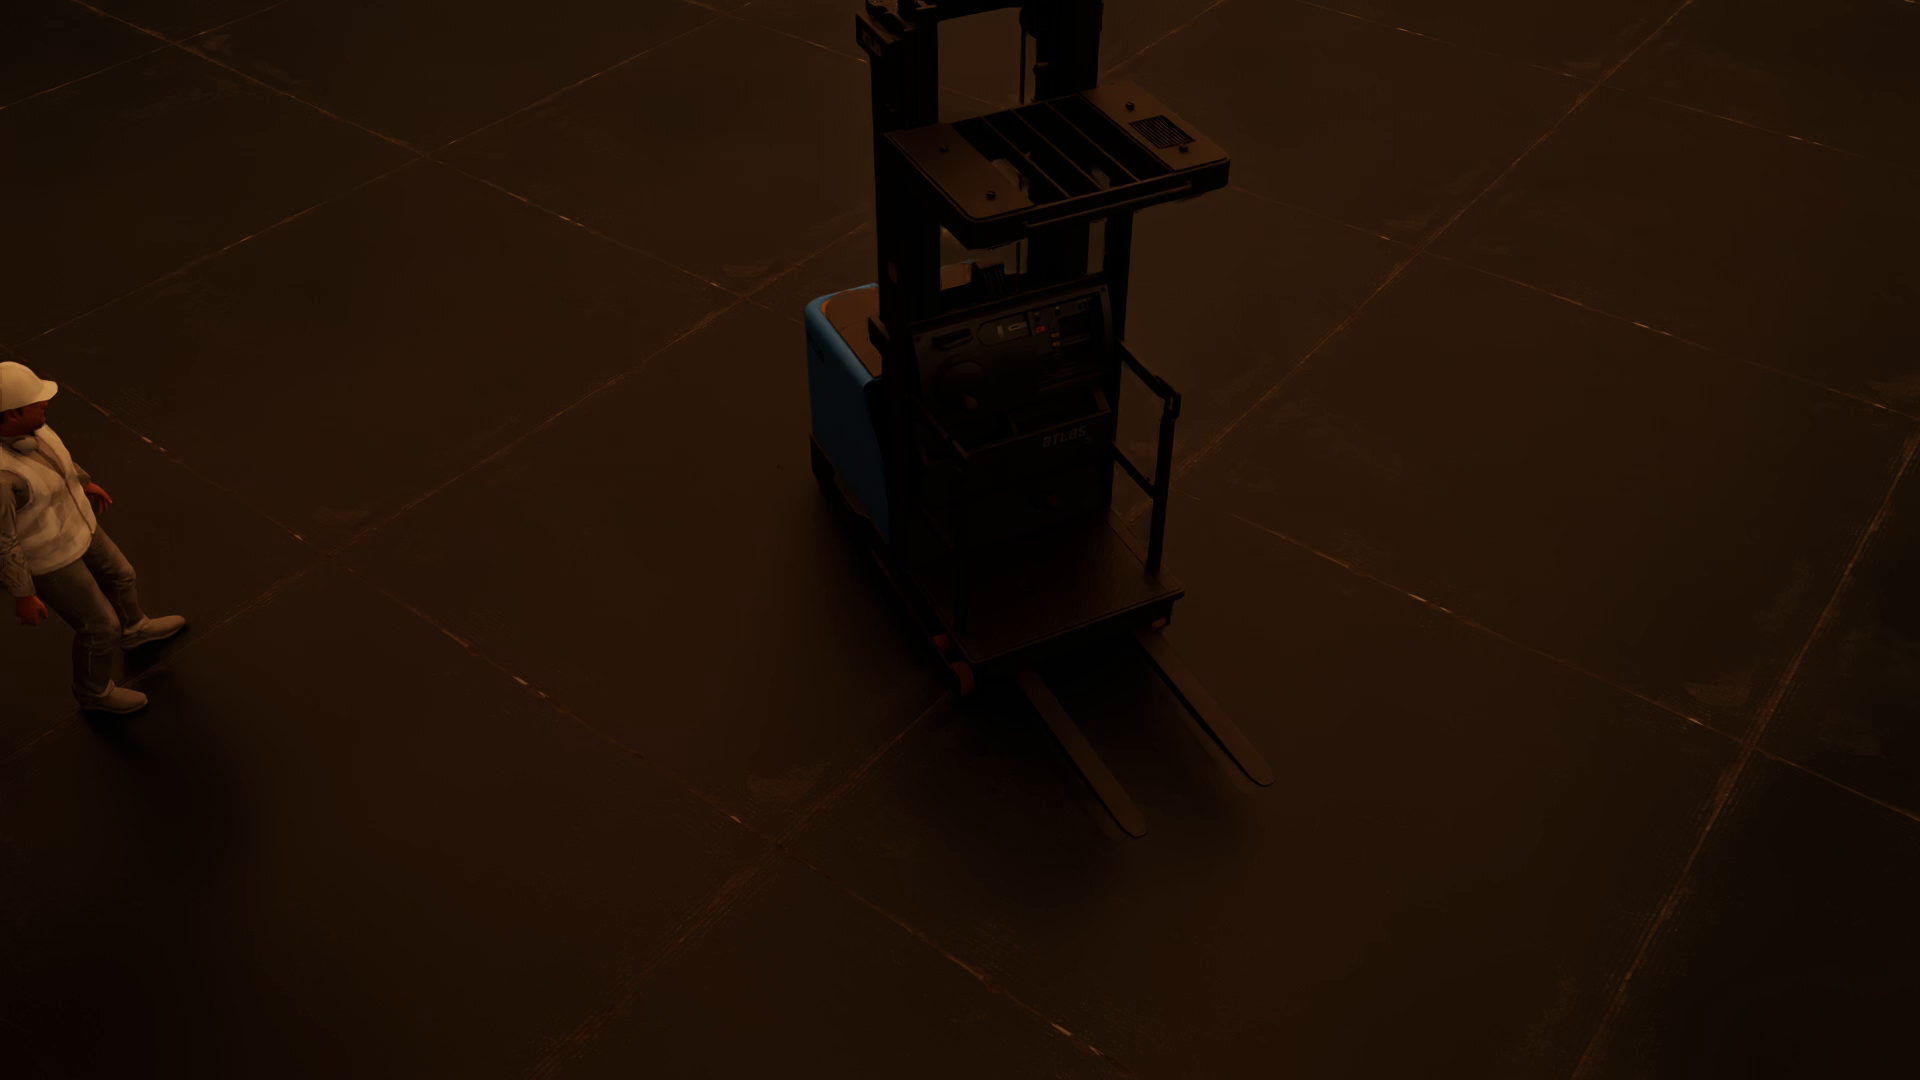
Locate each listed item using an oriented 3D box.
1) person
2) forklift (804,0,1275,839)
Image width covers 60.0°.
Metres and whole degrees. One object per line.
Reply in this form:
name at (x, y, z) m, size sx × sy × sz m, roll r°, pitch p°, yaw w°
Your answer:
person at (-3.774, -0.012, 7.002) m, size 0.431 × 1.746 × 0.796 m, roll -6°, pitch 41°, yaw -7°
forklift at (0.328, -0.739, 6.941) m, size 1.130 × 2.935 × 3.031 m, roll -18°, pitch 44°, yaw -20°
